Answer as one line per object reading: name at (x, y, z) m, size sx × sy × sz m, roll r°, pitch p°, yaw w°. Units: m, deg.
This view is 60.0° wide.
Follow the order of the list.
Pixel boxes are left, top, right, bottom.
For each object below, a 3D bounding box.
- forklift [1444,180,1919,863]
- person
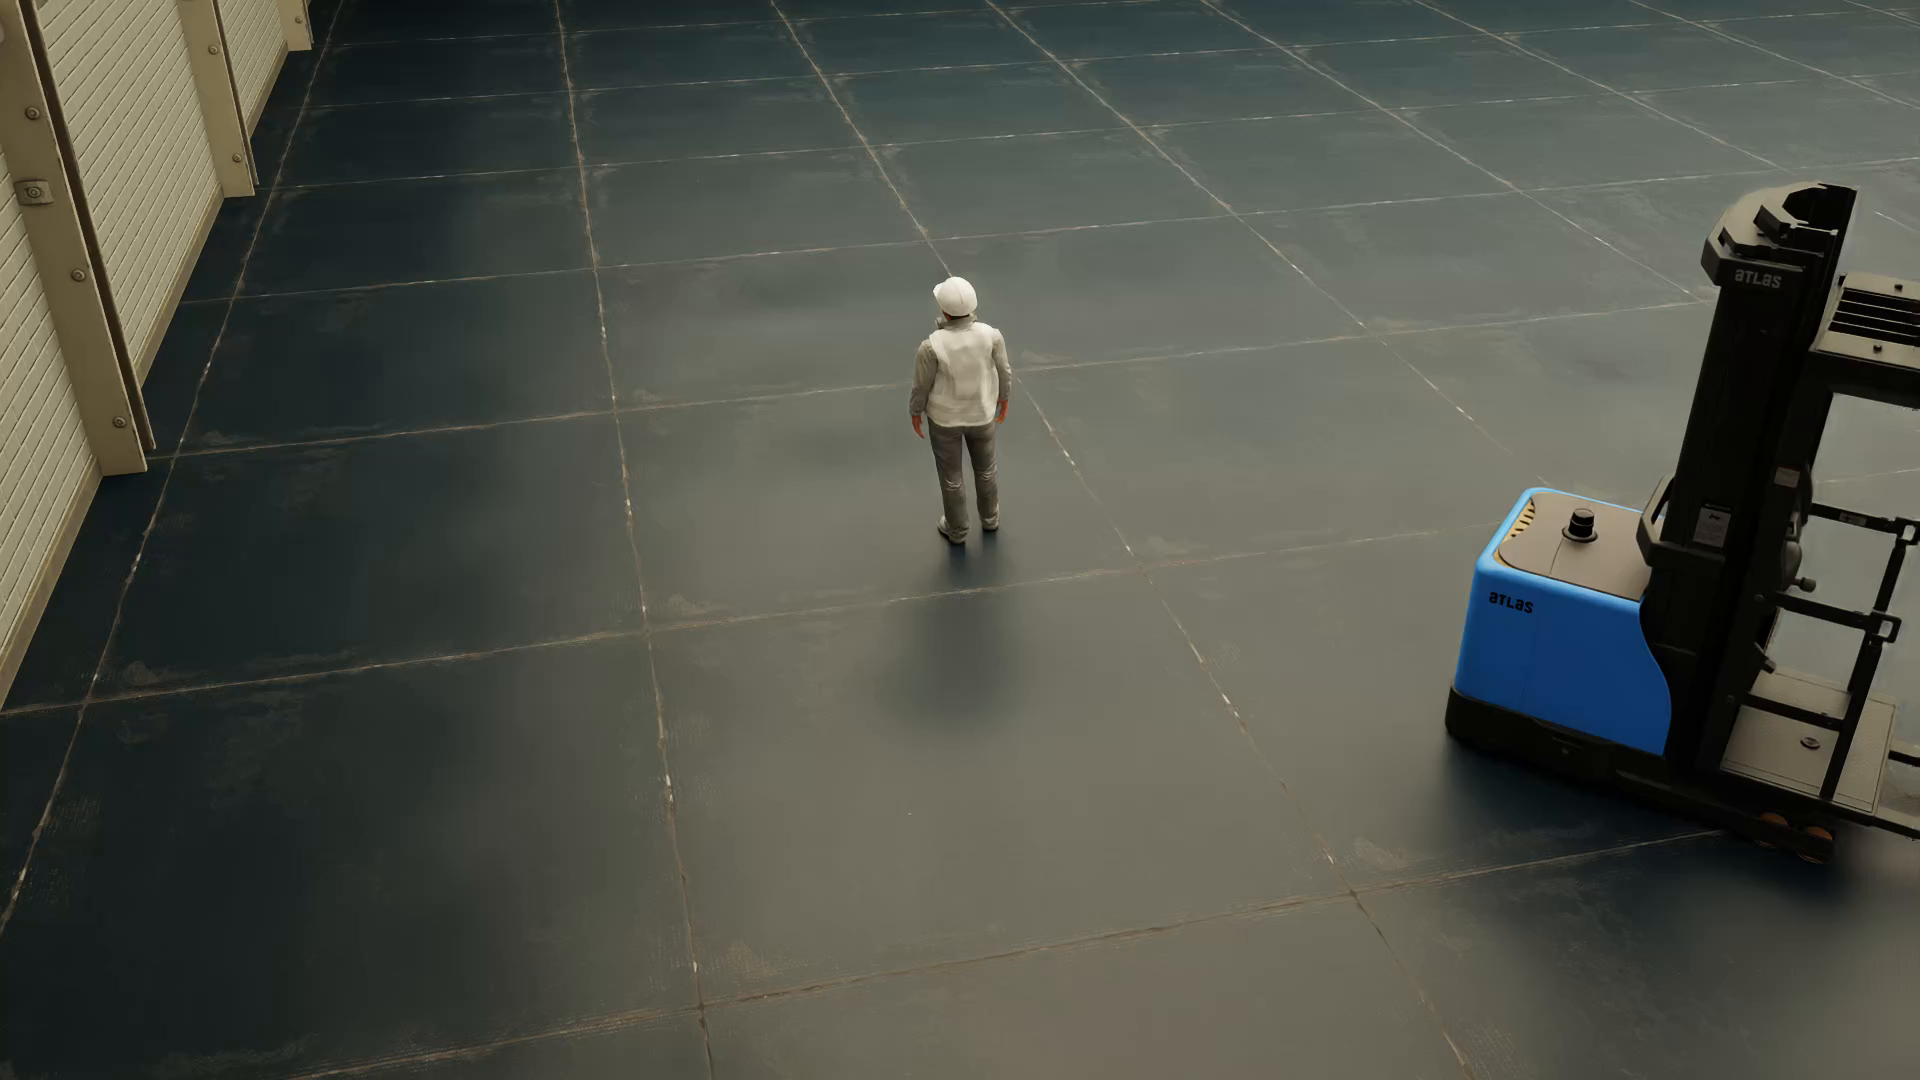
forklift at (4.059, -0.049, 7.659) m, size 3.031 × 2.935 × 1.130 m, roll 17°, pitch 34°, yaw 27°
person at (-0.008, -0.806, 10.106) m, size 0.634 × 1.775 × 0.566 m, roll -7°, pitch 31°, yaw -12°
